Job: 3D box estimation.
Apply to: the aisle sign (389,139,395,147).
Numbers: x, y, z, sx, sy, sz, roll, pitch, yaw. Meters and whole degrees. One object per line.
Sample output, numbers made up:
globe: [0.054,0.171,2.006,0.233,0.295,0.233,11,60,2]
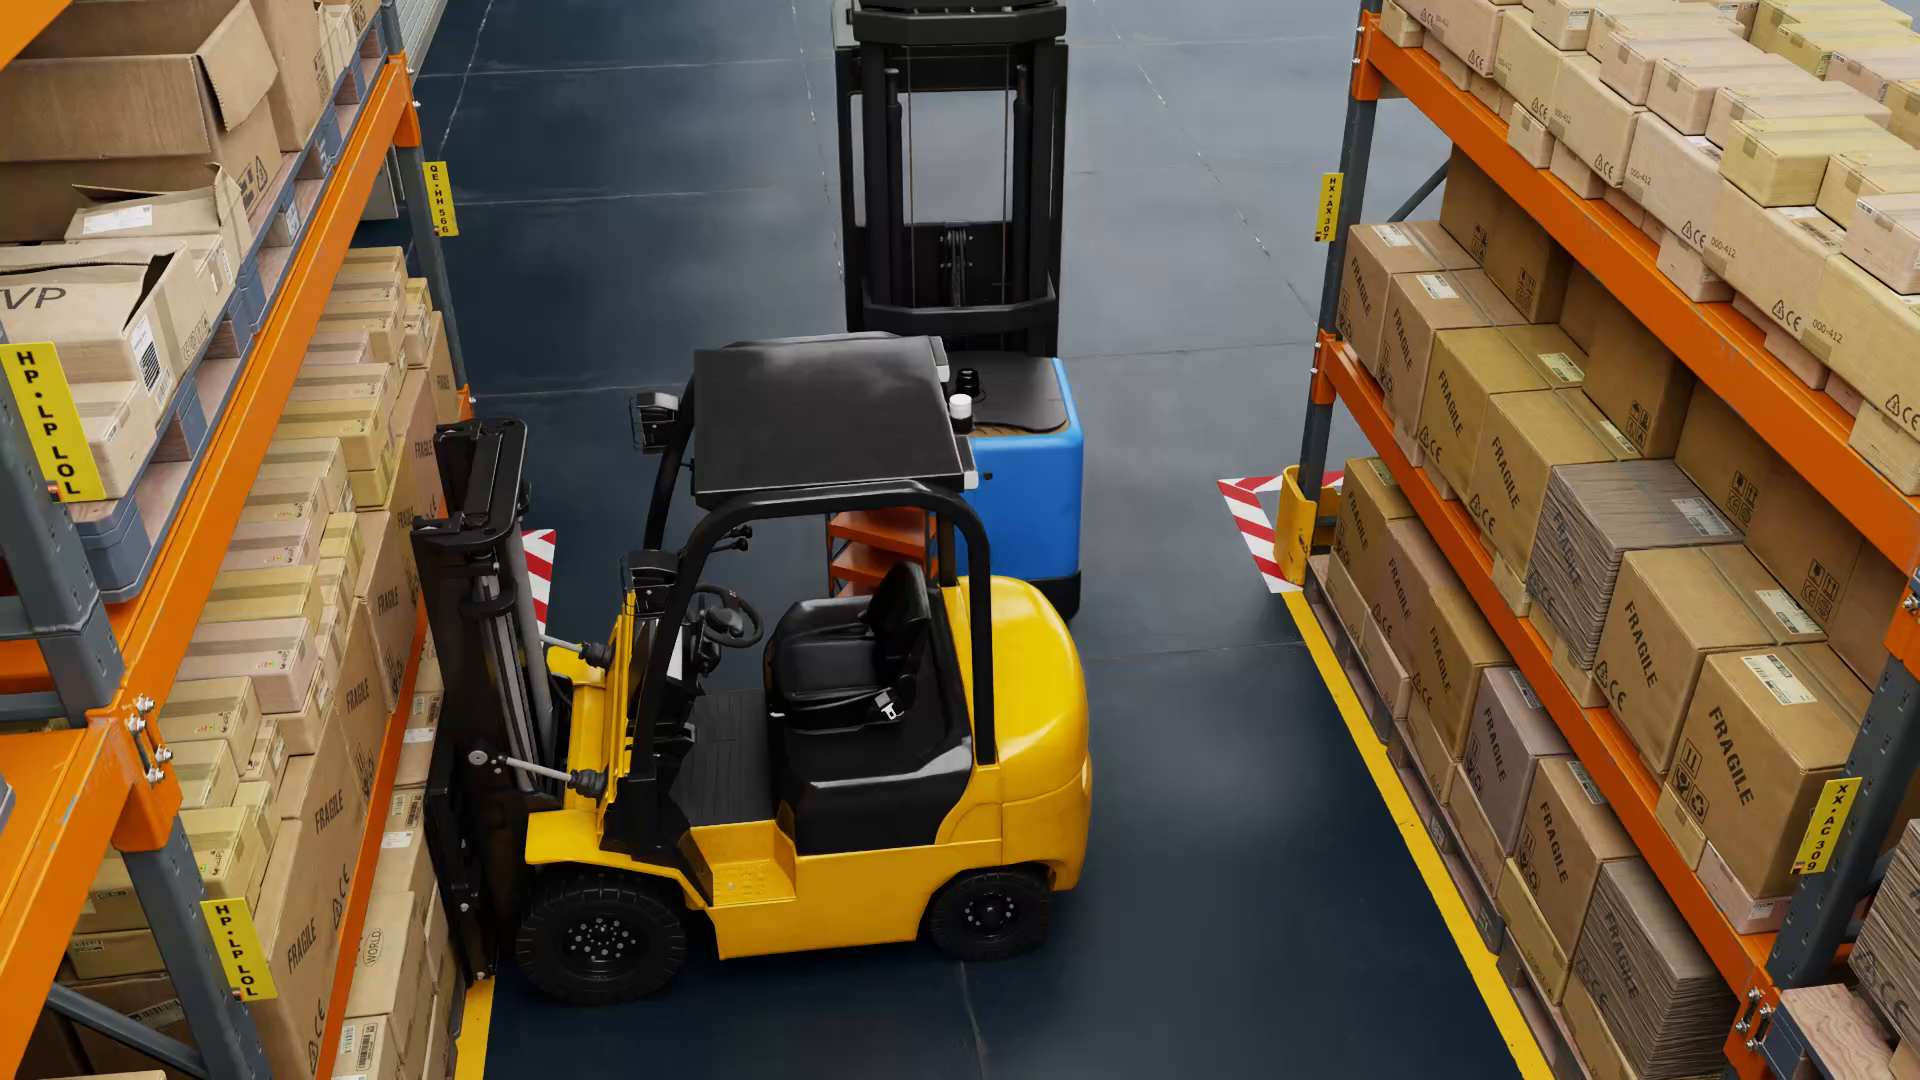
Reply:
aisle sign: [-2.425,-1.943,6.629,0.394,0.787,0.004,-4,35,-6]

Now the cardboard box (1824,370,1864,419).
cardboard box: [2.457,-0.392,4.221,0.380,0.149,0.250,-4,34,-6]

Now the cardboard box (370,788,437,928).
cardboard box: [-2.061,1.116,5.630,0.500,0.250,0.500,-3,34,-5]

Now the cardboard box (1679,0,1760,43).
cardboard box: [2.616,-1.768,5.532,0.380,0.149,0.250,-5,35,-8]

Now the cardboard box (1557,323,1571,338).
cardboard box: [2.619,-0.790,6.893,0.500,0.500,0.500,-4,35,-6]

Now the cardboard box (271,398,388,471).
cardboard box: [-2.180,-0.353,5.676,0.380,0.149,0.250,-4,34,-5]

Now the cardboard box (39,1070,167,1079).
cardboard box: [-1.904,1.287,3.533,0.380,0.149,0.250,-3,34,-5]

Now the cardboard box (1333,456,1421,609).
cardboard box: [2.049,-0.050,7.563,0.500,0.500,0.500,-5,35,-8]

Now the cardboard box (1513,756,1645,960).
cardboard box: [2.333,1.104,5.869,0.500,0.500,0.500,-4,34,-6]

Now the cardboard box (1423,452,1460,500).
cardboard box: [2.111,-0.298,6.746,0.380,0.149,0.250,-3,34,-5]

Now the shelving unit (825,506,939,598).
shelving unit: [-0.322,0.099,7.540,0.503,1.200,0.258,14,37,19]

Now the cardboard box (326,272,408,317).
cardboard box: [-2.387,-0.923,6.511,0.380,0.149,0.250,-4,35,-6]

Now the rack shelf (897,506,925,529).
rack shelf: [-0.322,-0.226,7.319,0.480,0.148,0.258,14,37,19]

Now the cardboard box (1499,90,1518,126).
cardboard box: [2.156,-1.539,5.905,0.380,0.149,0.250,-5,35,-8]

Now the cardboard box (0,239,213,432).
cardboard box: [-2.040,-0.478,3.741,0.500,0.311,0.500,-4,34,-5]

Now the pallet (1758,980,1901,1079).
pallet: [2.707,1.561,3.966,1.003,0.211,1.213,-4,35,-6]

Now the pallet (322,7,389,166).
pallet: [-2.638,-1.616,5.873,1.003,0.211,1.213,-4,35,-6]

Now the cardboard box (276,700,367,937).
cardboard box: [-2.057,0.824,4.788,0.500,0.500,0.500,-4,34,-6]

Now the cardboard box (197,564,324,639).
cardboard box: [-2.081,0.215,4.842,0.380,0.149,0.250,-5,35,-7]

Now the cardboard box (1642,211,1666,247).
cardboard box: [2.328,-0.971,5.070,0.380,0.149,0.250,-4,34,-5]

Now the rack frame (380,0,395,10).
rack frame: [-2.708,-3.289,5.585,1.000,3.000,0.127,-4,35,-6]

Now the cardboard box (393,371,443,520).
cardboard box: [-2.321,-0.306,6.446,0.500,0.500,0.500,-3,34,-5]

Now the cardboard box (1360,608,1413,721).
cardboard box: [2.106,0.532,7.375,0.500,0.250,0.500,-3,34,-5]

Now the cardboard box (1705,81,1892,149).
cardboard box: [2.334,-1.161,4.642,0.380,0.149,0.250,-5,35,-7]

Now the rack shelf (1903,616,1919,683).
rack shelf: [3.017,1.218,2.274,1.077,0.370,4.000,-4,35,-6]

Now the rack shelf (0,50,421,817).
rack shelf: [-2.439,-0.636,4.994,1.077,0.370,4.000,-4,35,-6]

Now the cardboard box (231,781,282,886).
cardboard box: [-1.988,0.771,4.290,0.380,0.149,0.250,-4,34,-5]

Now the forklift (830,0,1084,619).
forklift: [-0.063,-1.598,8.493,1.130,2.935,3.031,-3,34,-4]

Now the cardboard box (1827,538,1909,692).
cardboard box: [2.904,0.205,4.544,0.700,0.500,0.500,-5,35,-7]

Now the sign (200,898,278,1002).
sign: [-1.633,0.930,3.763,0.100,0.325,0.005,-4,35,-6]

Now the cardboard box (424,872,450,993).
cardboard box: [-2.055,1.323,5.770,0.500,0.250,0.500,-5,35,-7]

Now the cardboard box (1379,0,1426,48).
cardboard box: [1.933,-2.114,6.747,0.380,0.149,0.250,-4,35,-6]

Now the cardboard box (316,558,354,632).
cardboard box: [-2.096,0.199,5.130,0.380,0.149,0.250,-5,35,-8]

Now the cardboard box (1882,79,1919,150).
cardboard box: [2.847,-1.195,4.692,0.380,0.149,0.250,-5,35,-8]

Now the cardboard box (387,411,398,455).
cardboard box: [-2.241,-0.372,5.968,0.380,0.149,0.250,-5,35,-8]

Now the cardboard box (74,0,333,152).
cardboard box: [-2.368,-1.498,5.070,0.700,0.500,0.500,-4,34,-6]

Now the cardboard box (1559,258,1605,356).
cardboard box: [2.727,-0.937,6.220,0.700,0.500,0.500,-5,35,-7]

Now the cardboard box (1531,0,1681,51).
cardboard box: [2.121,-1.727,5.471,0.380,0.149,0.250,-3,34,-5]

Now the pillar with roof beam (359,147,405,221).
pillar with roof beam: [-0.048,-6.506,10.306,9.100,9.000,0.400,-4,35,-6]

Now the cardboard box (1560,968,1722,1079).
cardboard box: [2.403,1.698,5.664,0.500,0.250,0.500,-3,34,-4]

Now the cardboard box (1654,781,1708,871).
cardboard box: [2.363,0.853,5.057,0.380,0.149,0.250,-4,34,-5]

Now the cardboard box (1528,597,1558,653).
cardboard box: [2.258,0.280,5.898,0.380,0.149,0.250,-5,35,-7]

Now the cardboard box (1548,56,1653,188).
cardboard box: [2.216,-1.332,5.246,0.500,0.250,0.500,-4,34,-5]

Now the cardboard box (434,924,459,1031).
cardboard box: [-2.075,1.523,5.921,0.500,0.250,0.500,-4,34,-6]

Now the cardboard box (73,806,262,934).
cardboard box: [-1.919,0.790,3.998,0.380,0.149,0.250,-4,34,-5]

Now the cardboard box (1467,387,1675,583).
cardboard box: [2.218,-0.210,6.042,0.500,0.500,0.500,-5,35,-7]
